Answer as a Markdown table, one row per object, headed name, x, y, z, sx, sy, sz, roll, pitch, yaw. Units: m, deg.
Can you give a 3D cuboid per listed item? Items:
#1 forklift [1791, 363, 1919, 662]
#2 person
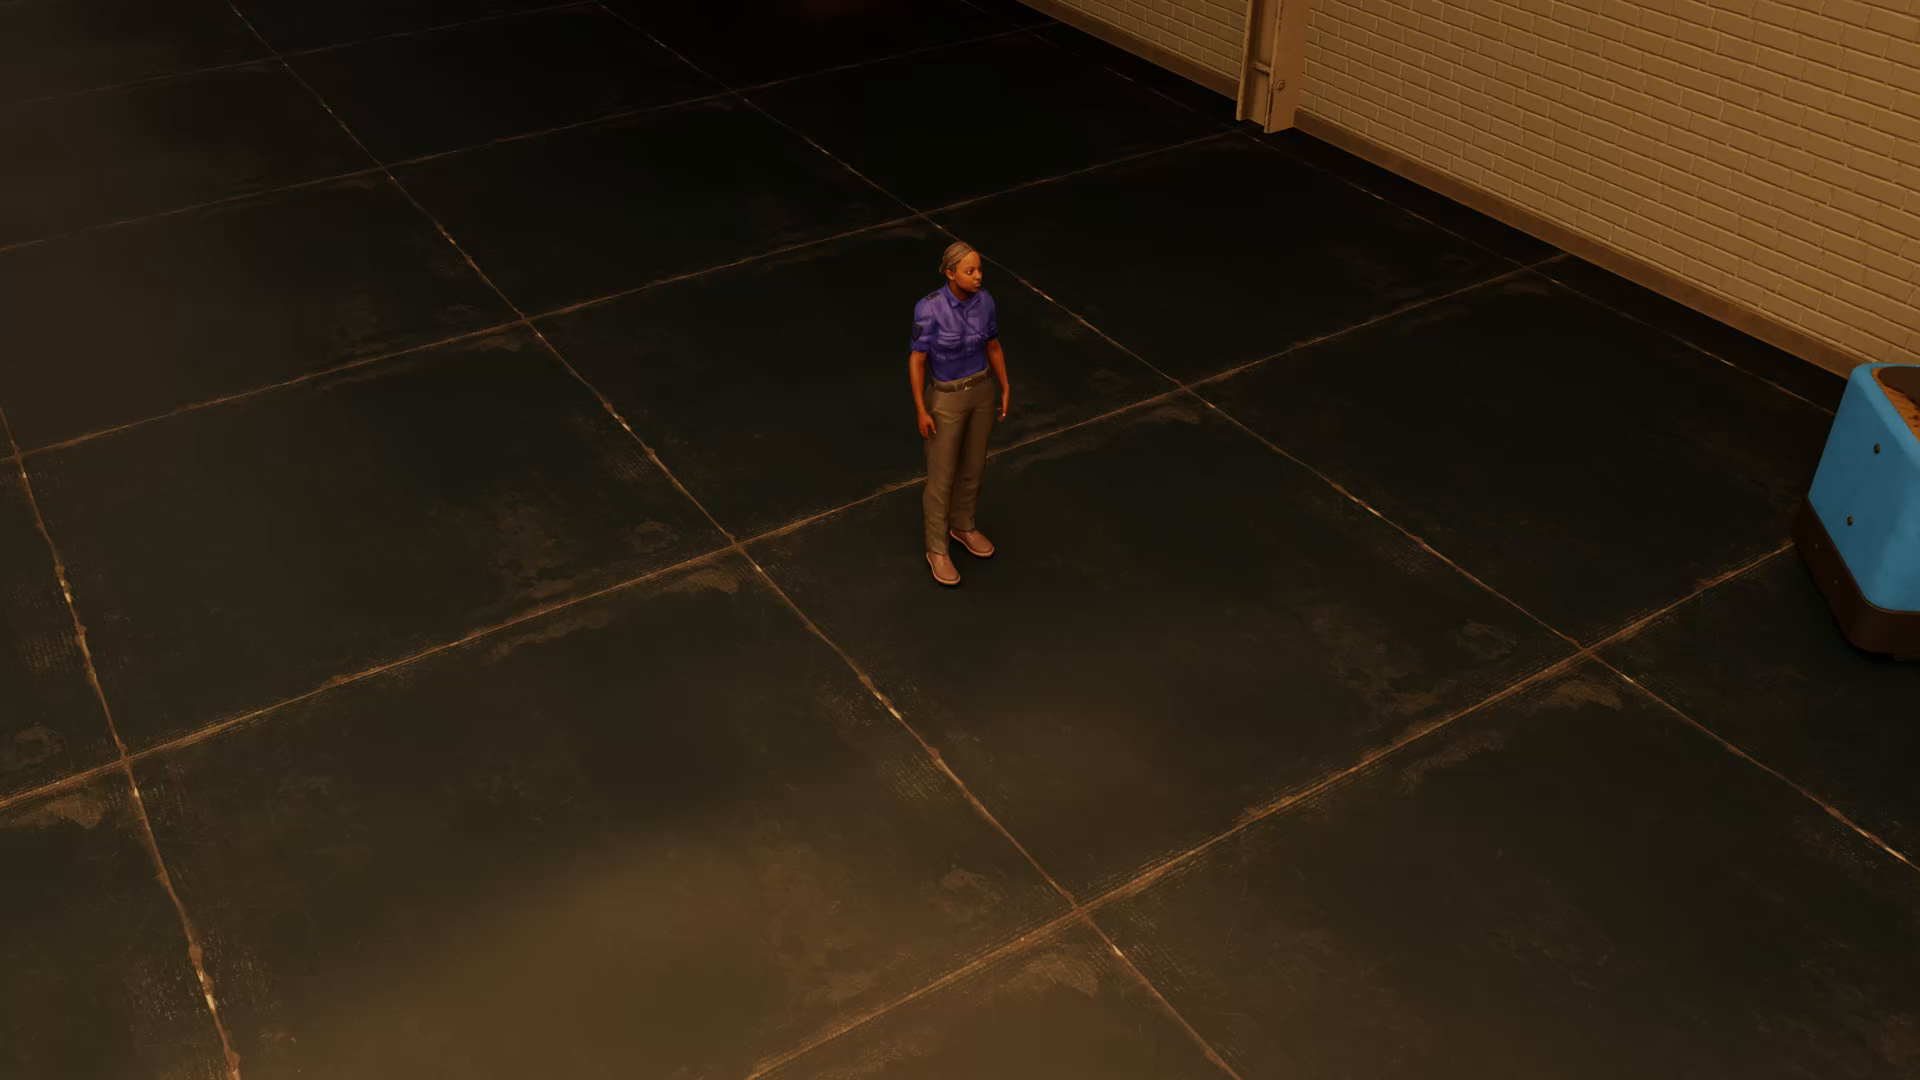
| name | x | y | z | sx | sy | sz | roll | pitch | yaw |
| --- | --- | --- | --- | --- | --- | --- | --- | --- | --- |
| forklift | 5.766 | -0.830 | 7.329 | 3.031 | 2.935 | 1.130 | 3 | 35 | 5 |
| person | 0.031 | -0.635 | 8.148 | 0.569 | 1.656 | 0.503 | -21 | 40 | -27 |
